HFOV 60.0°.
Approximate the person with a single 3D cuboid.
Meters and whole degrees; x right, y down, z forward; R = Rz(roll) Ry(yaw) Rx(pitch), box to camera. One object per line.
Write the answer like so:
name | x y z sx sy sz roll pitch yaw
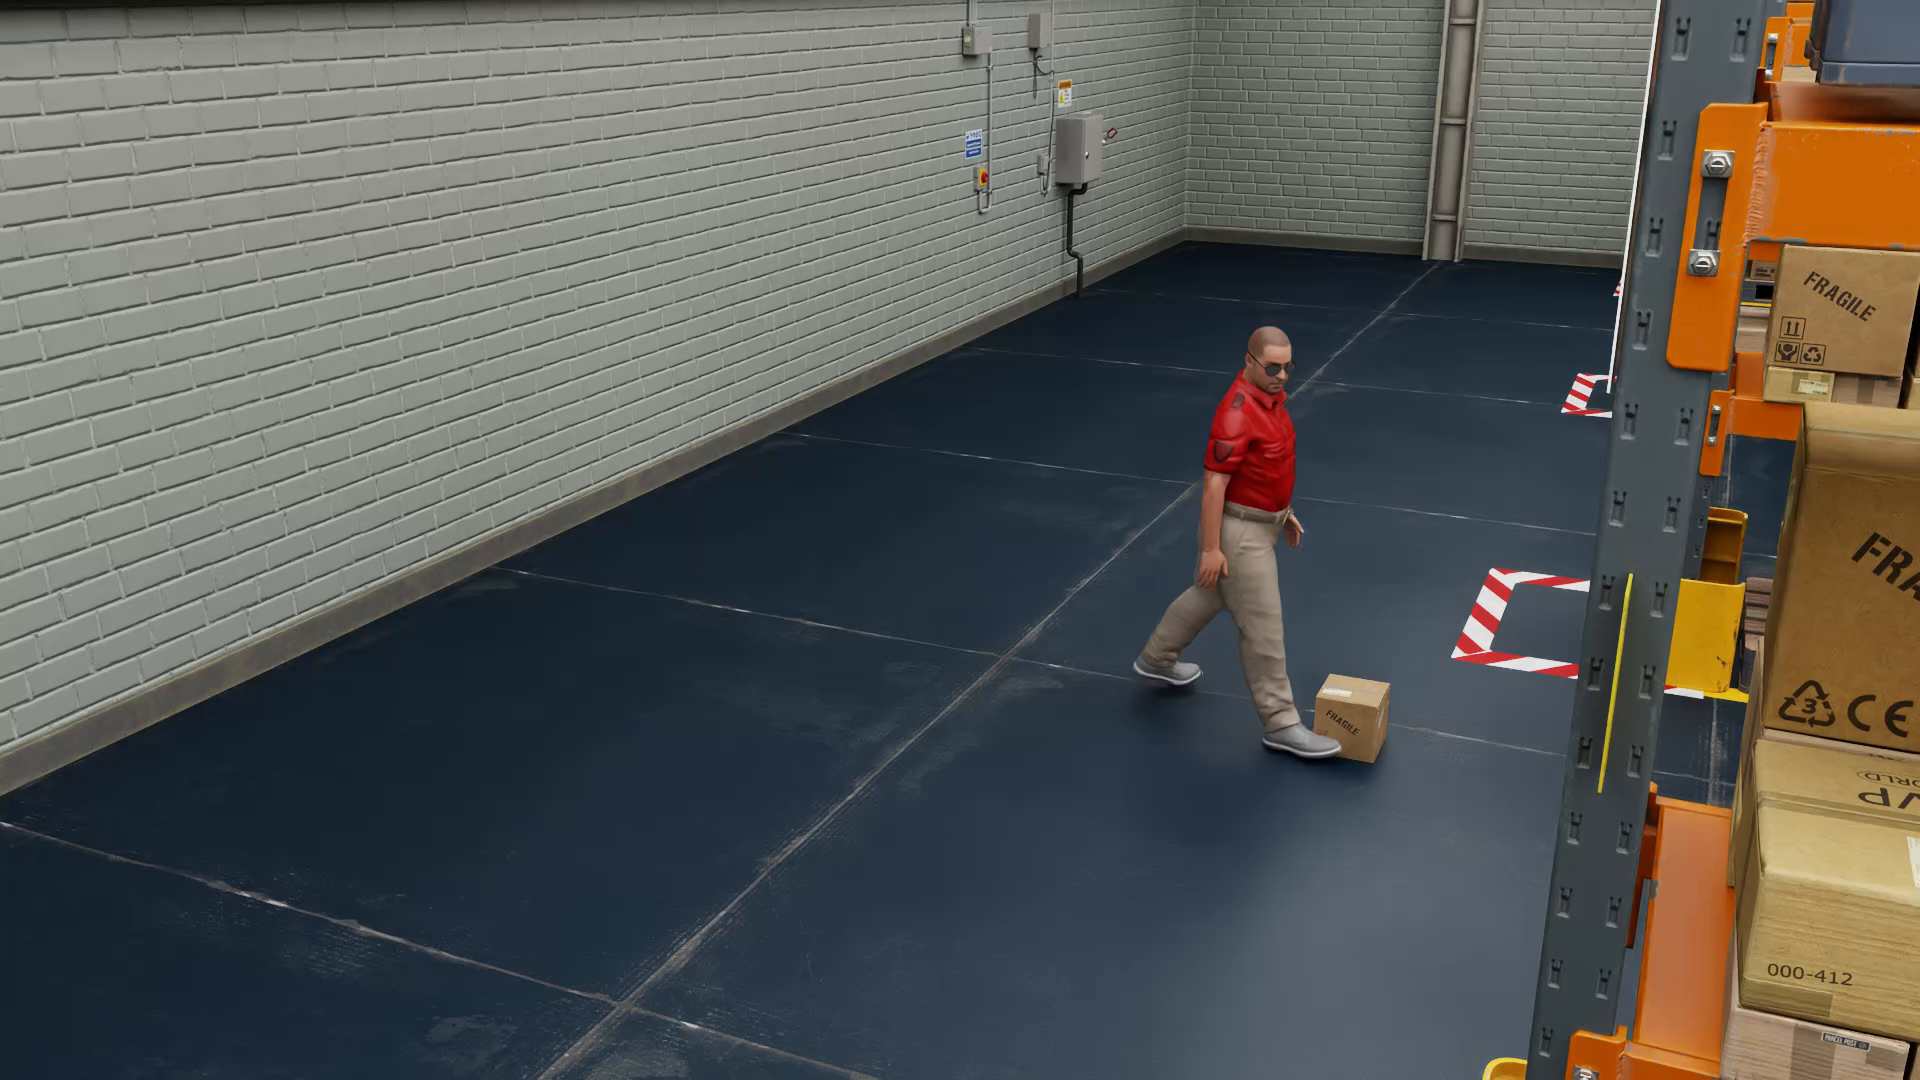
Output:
person | 1.161 -0.052 6.749 0.949 1.691 0.658 7 20 19
